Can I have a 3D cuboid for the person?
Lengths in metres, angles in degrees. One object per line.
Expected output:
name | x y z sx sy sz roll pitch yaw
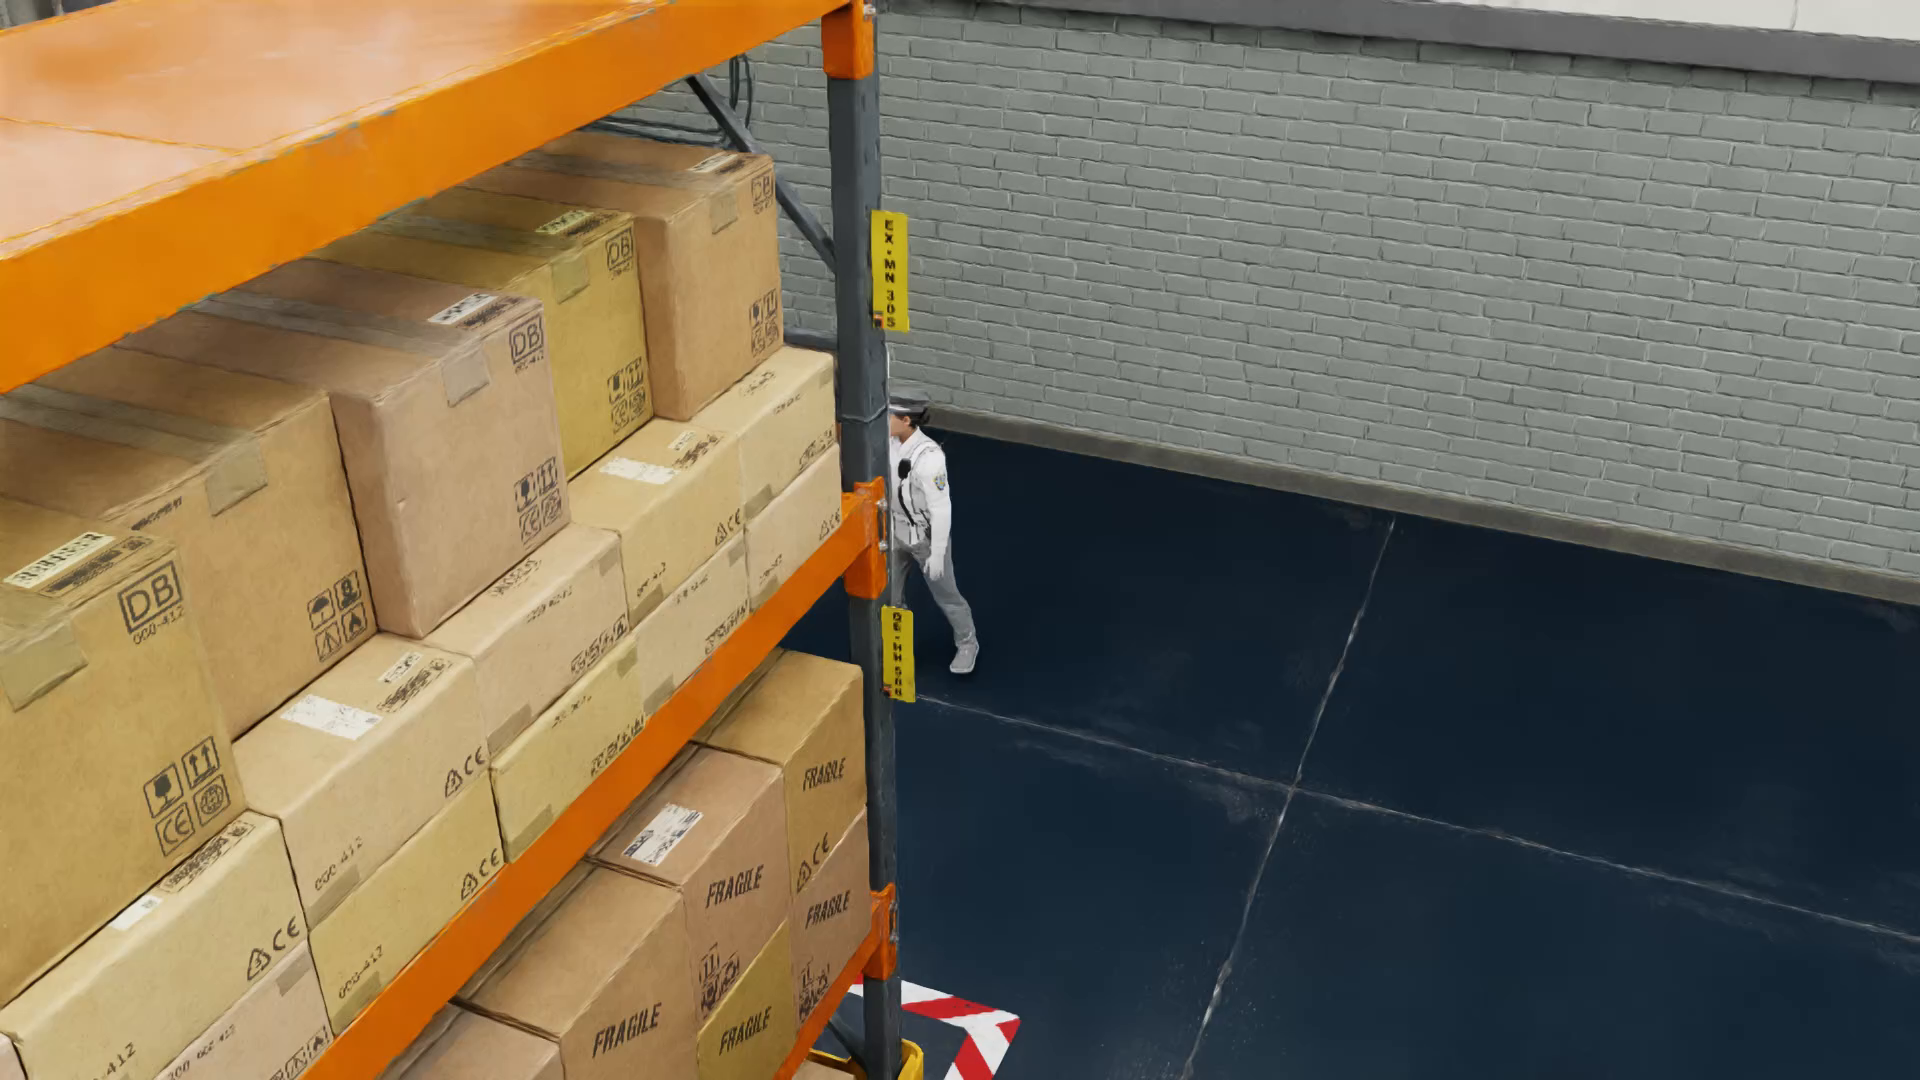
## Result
person | -0.201 -0.020 8.416 0.657 1.670 0.503 -23 37 -35
